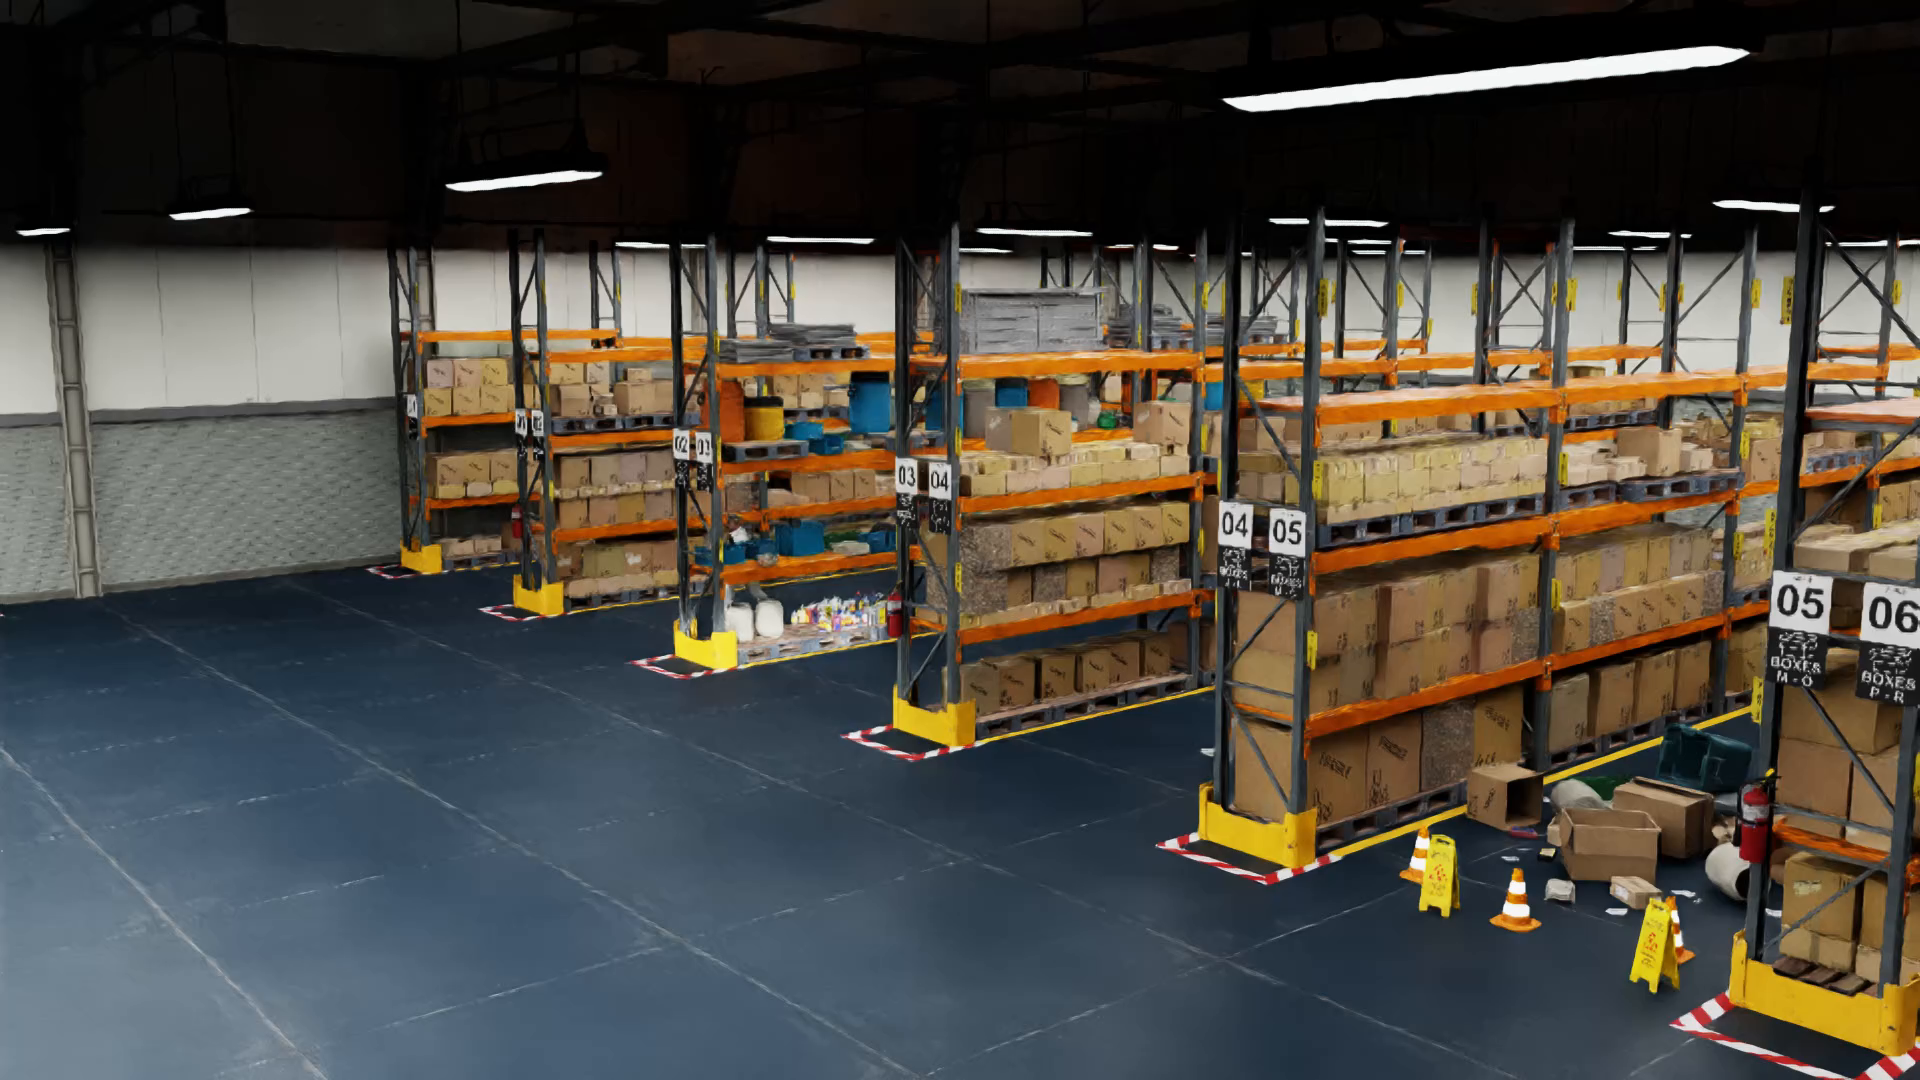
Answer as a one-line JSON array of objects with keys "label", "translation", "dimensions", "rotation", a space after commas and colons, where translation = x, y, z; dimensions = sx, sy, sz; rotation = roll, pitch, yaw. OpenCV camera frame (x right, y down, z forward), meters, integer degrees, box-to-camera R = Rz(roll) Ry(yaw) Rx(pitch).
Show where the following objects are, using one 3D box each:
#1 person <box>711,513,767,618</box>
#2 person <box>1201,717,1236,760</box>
[{"label": "person", "translation": [-3.323, 0.418, 25.498], "dimensions": [0.981, 1.701, 0.582], "rotation": [-3, 9, -18]}, {"label": "person", "translation": [3.192, 1.561, 18.046], "dimensions": [1.044, 1.729, 0.630], "rotation": [-3, 9, -18]}]
